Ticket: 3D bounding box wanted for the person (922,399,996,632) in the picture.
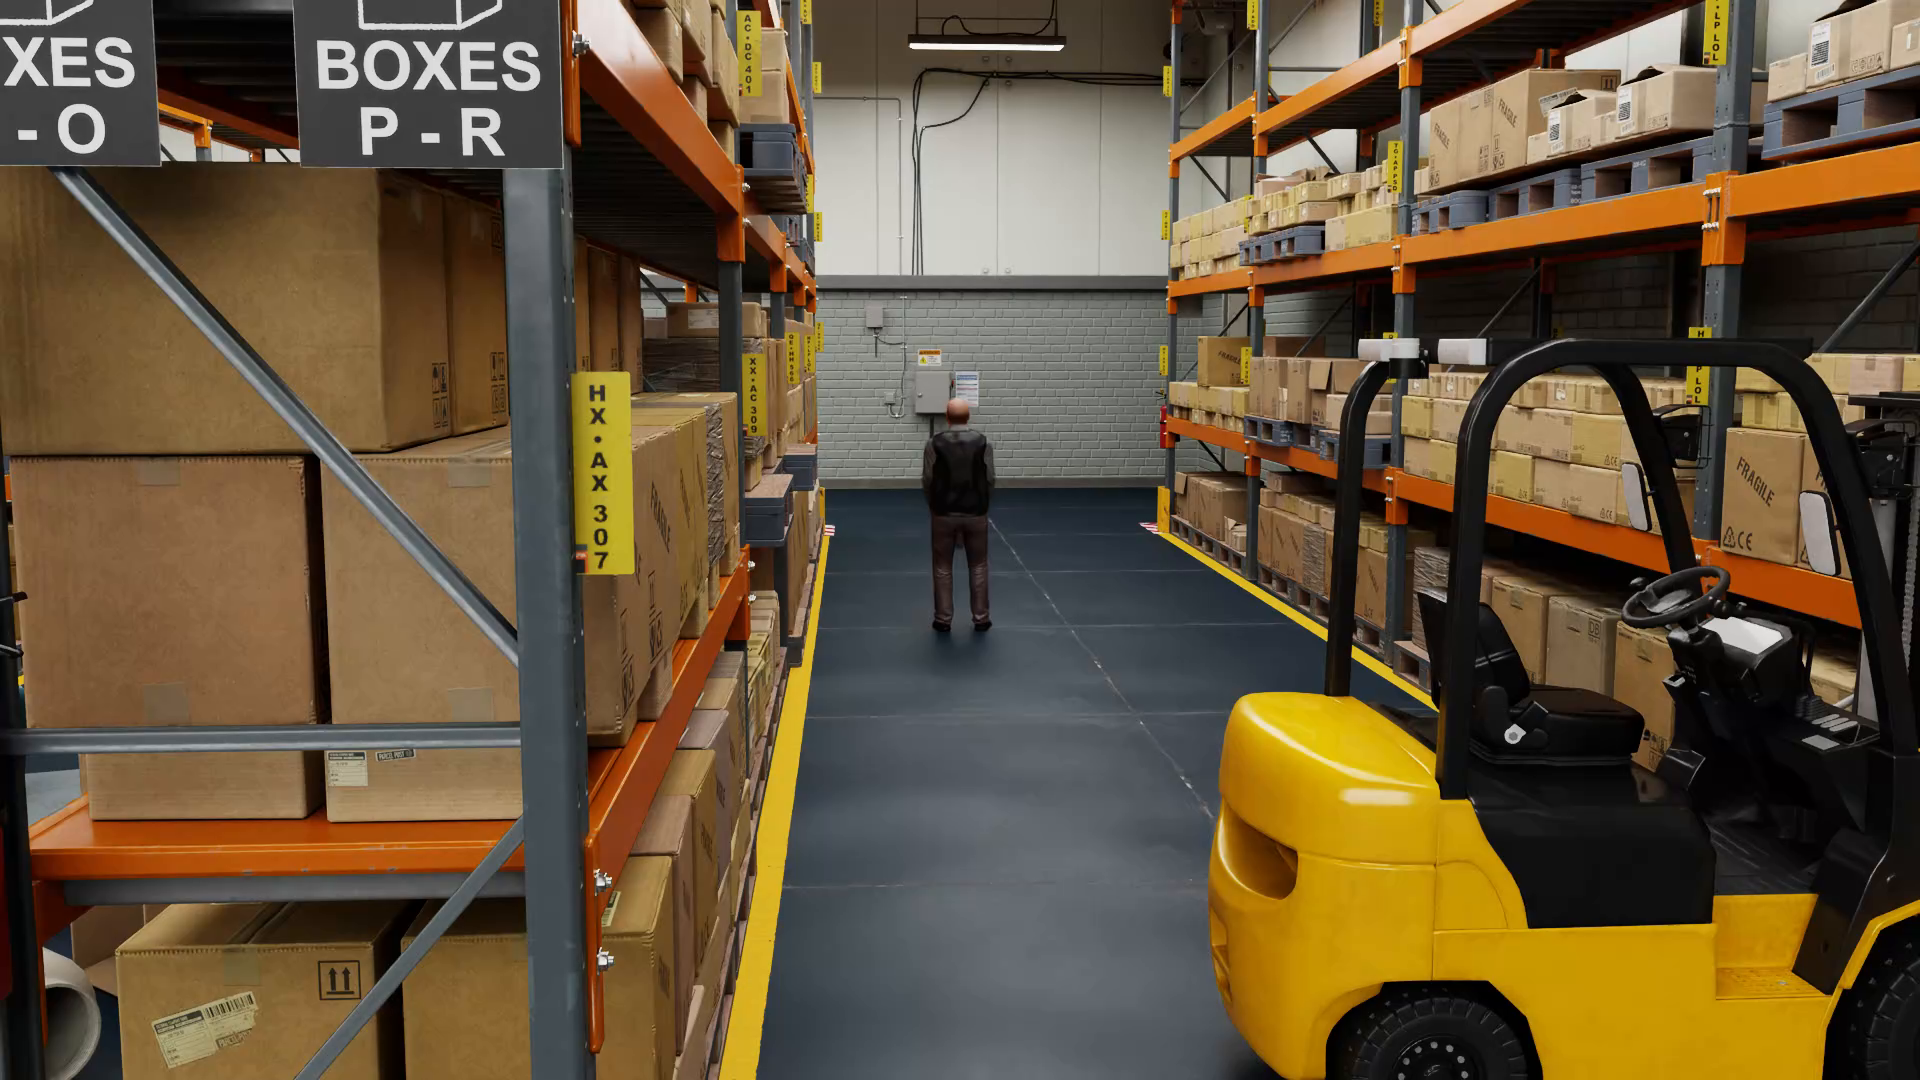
[{"bbox_3d":[-0.011,-0.187,12.383,0.551,1.727,0.446,-1,7,-5],"label":"person"}]
